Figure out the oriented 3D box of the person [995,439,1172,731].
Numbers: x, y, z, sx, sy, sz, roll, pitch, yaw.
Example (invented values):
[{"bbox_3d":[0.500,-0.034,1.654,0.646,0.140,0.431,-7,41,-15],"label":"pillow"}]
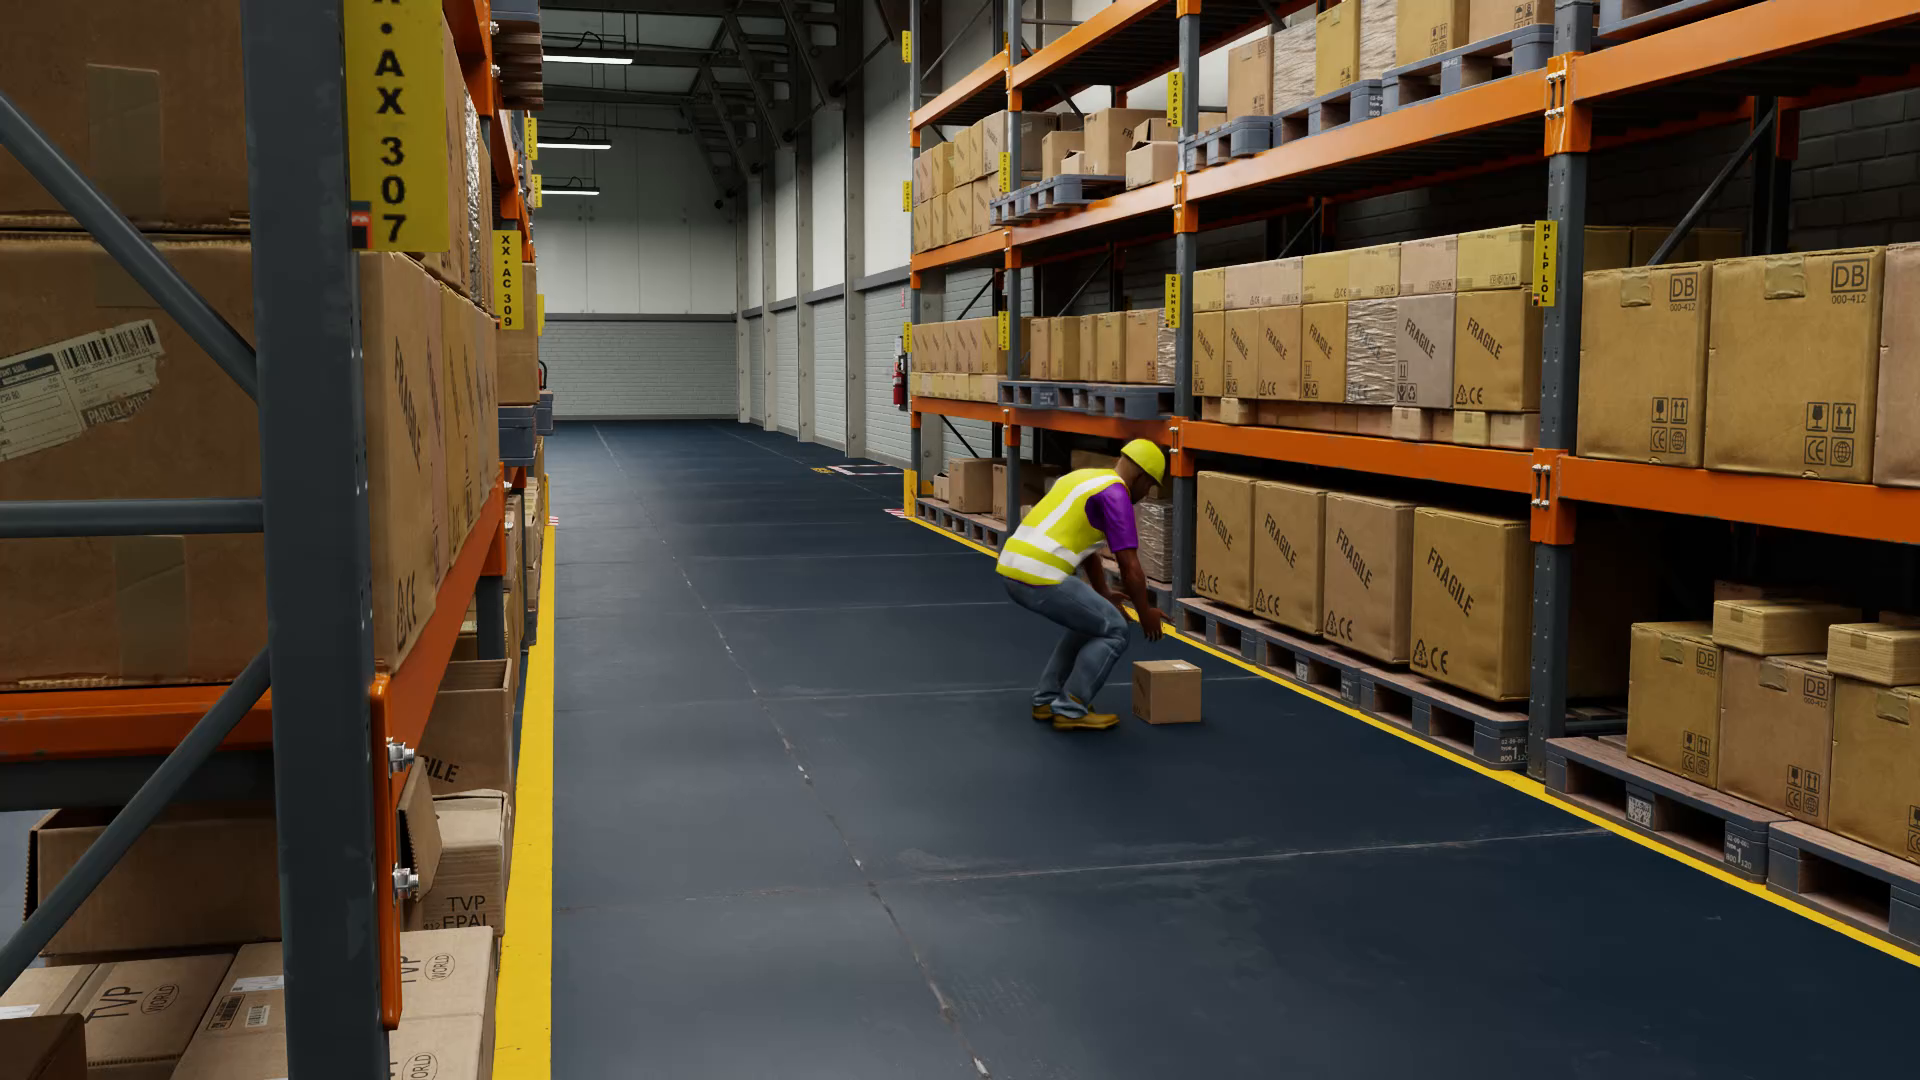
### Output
[{"bbox_3d":[0.567,0.191,7.698,0.805,1.313,0.629,-1,6,-14],"label":"person"}]
